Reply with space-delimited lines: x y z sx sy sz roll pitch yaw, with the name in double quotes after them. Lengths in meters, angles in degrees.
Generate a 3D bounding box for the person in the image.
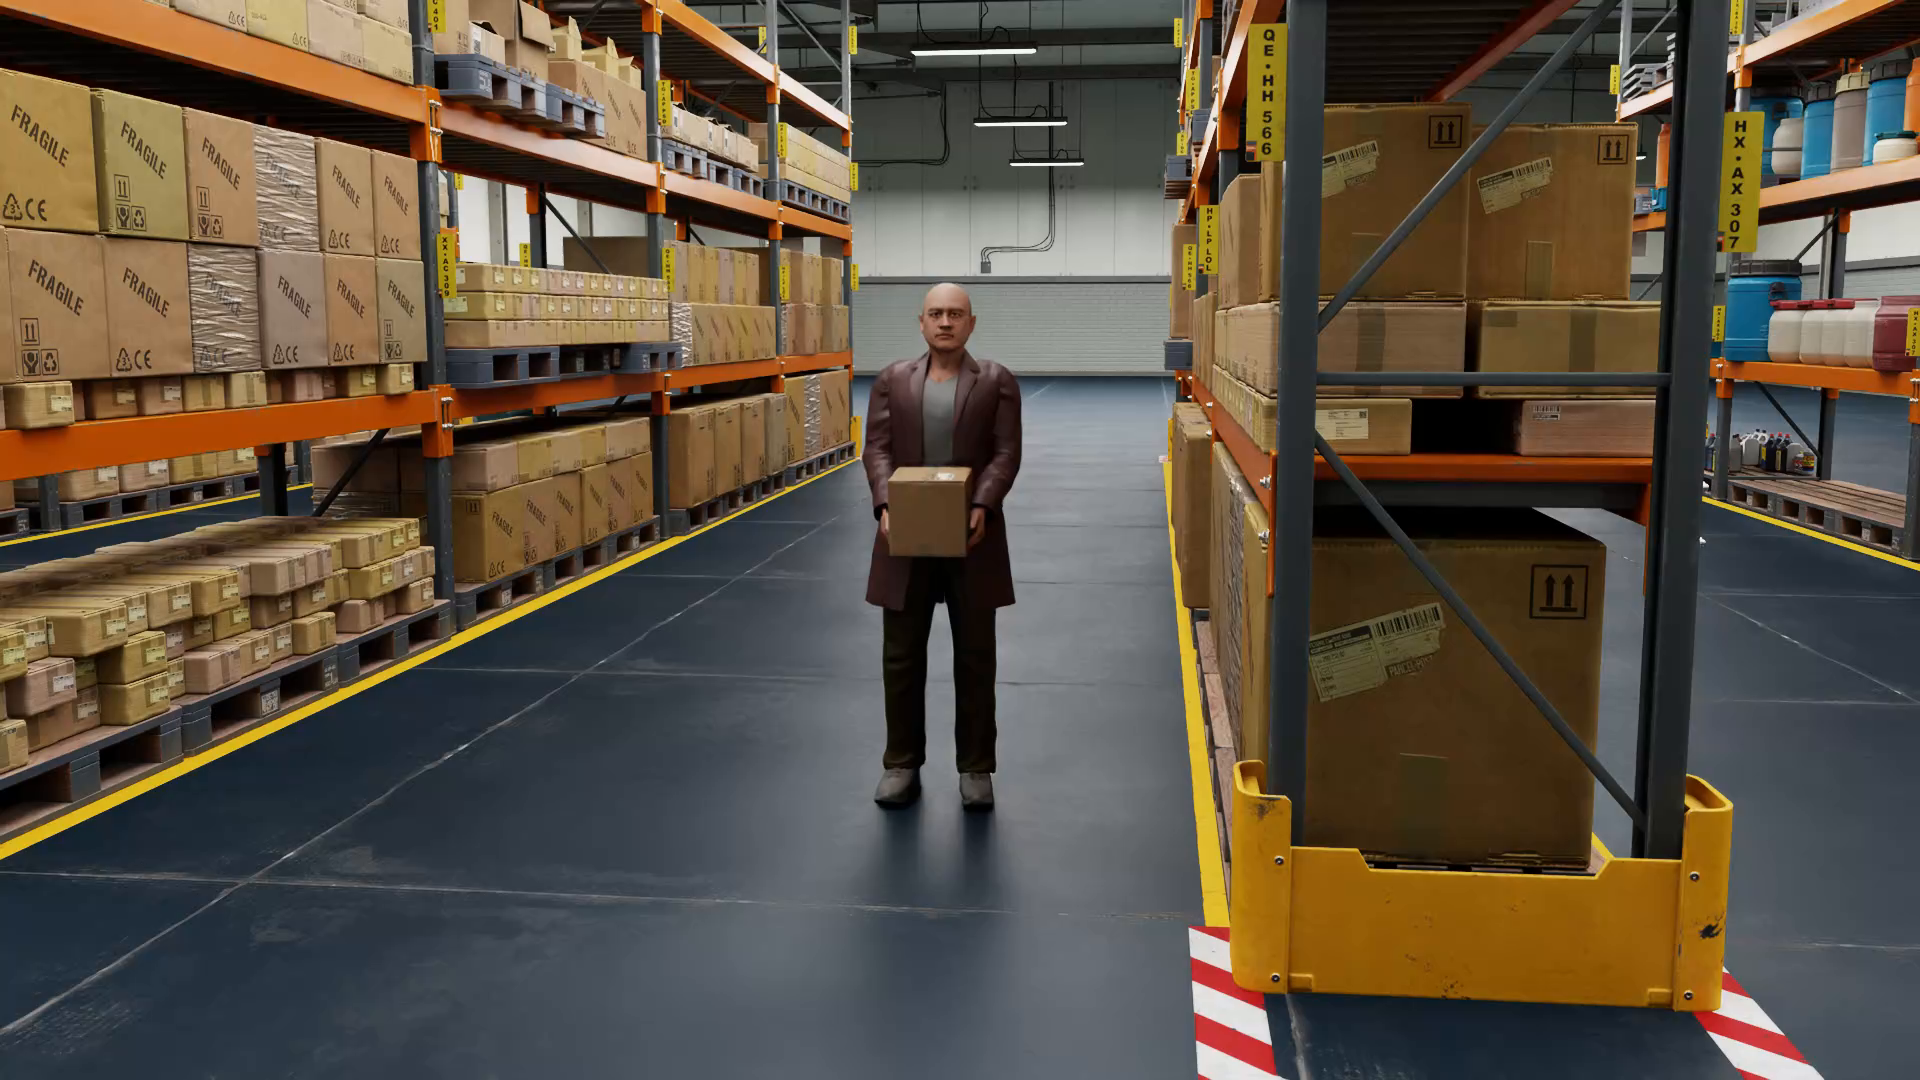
-0.073 0.023 5.645 0.548 1.780 0.535 1 7 6 "person"
